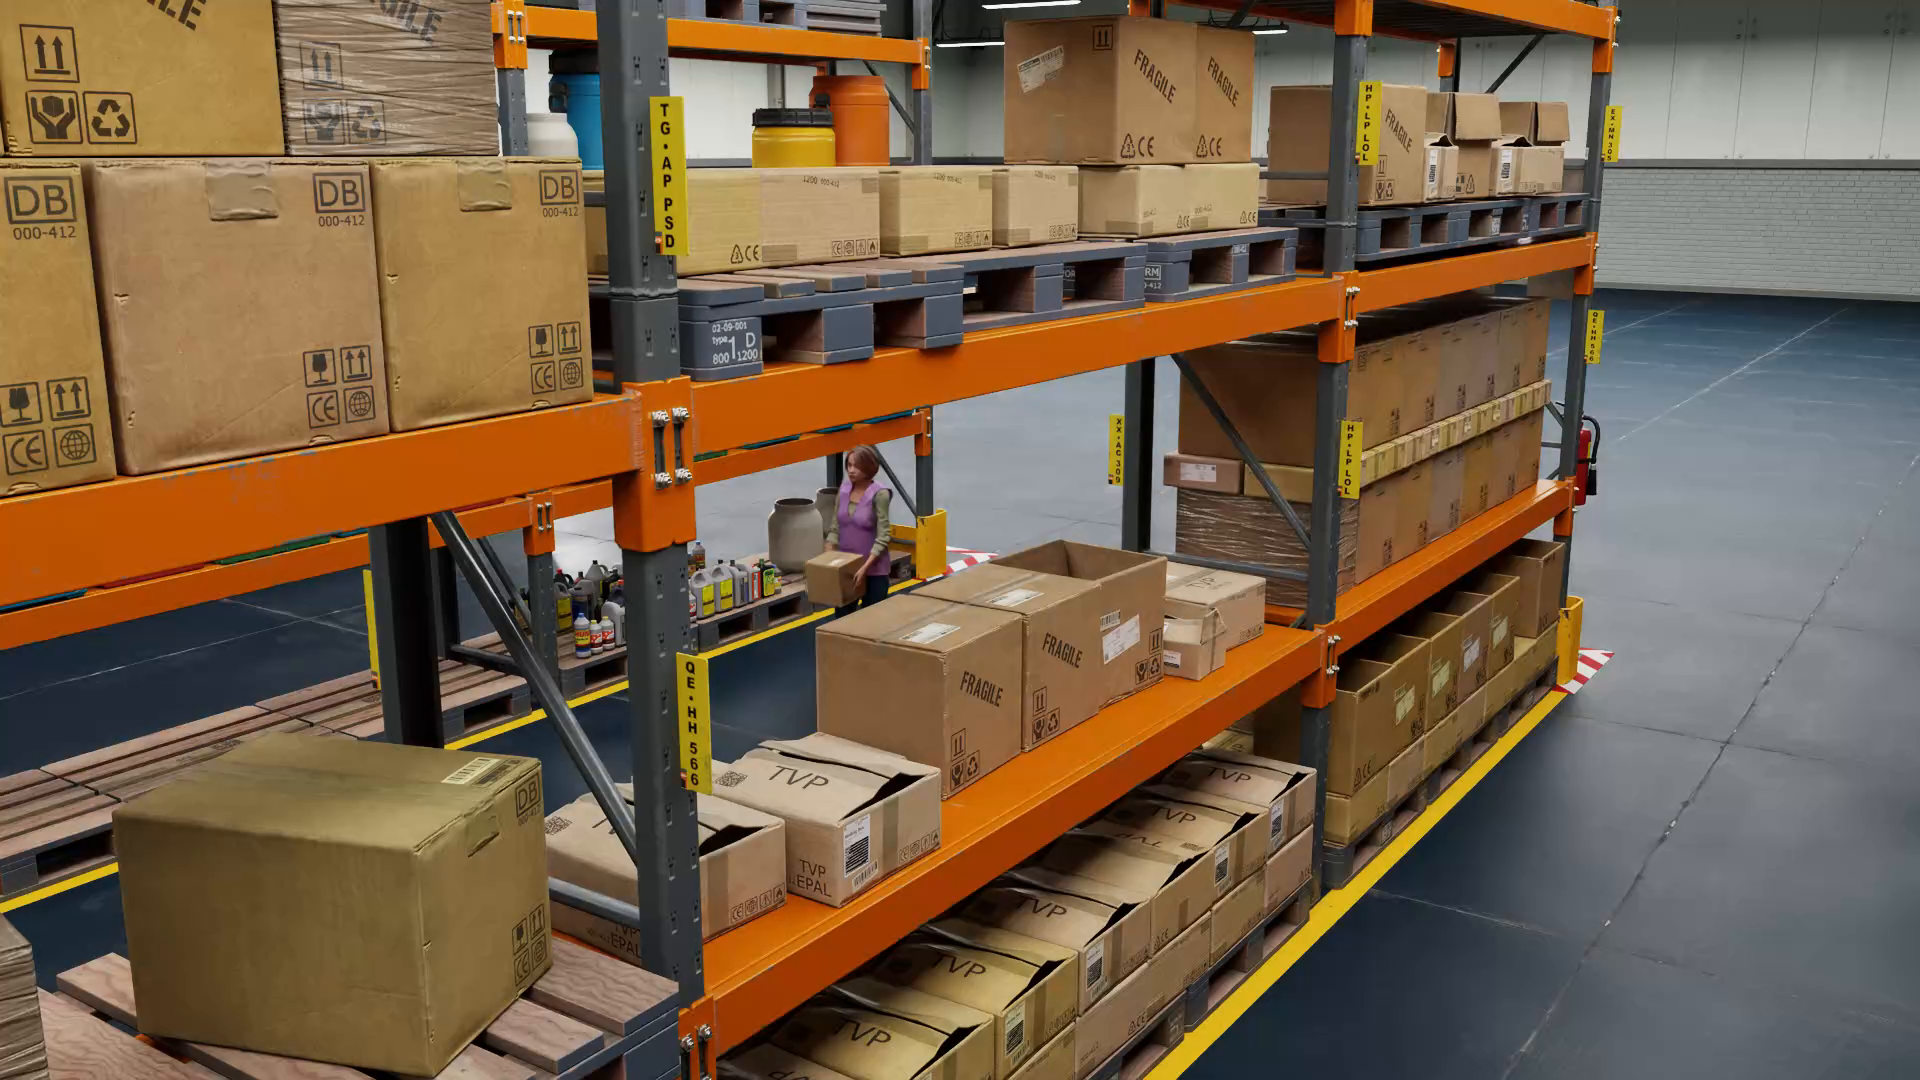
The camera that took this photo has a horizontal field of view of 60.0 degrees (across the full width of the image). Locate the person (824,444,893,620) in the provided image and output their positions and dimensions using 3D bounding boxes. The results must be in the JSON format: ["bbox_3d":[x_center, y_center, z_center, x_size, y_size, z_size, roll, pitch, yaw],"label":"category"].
[{"bbox_3d":[-0.625,0.215,10.071,0.444,1.603,0.424,9,16,32],"label":"person"}]
